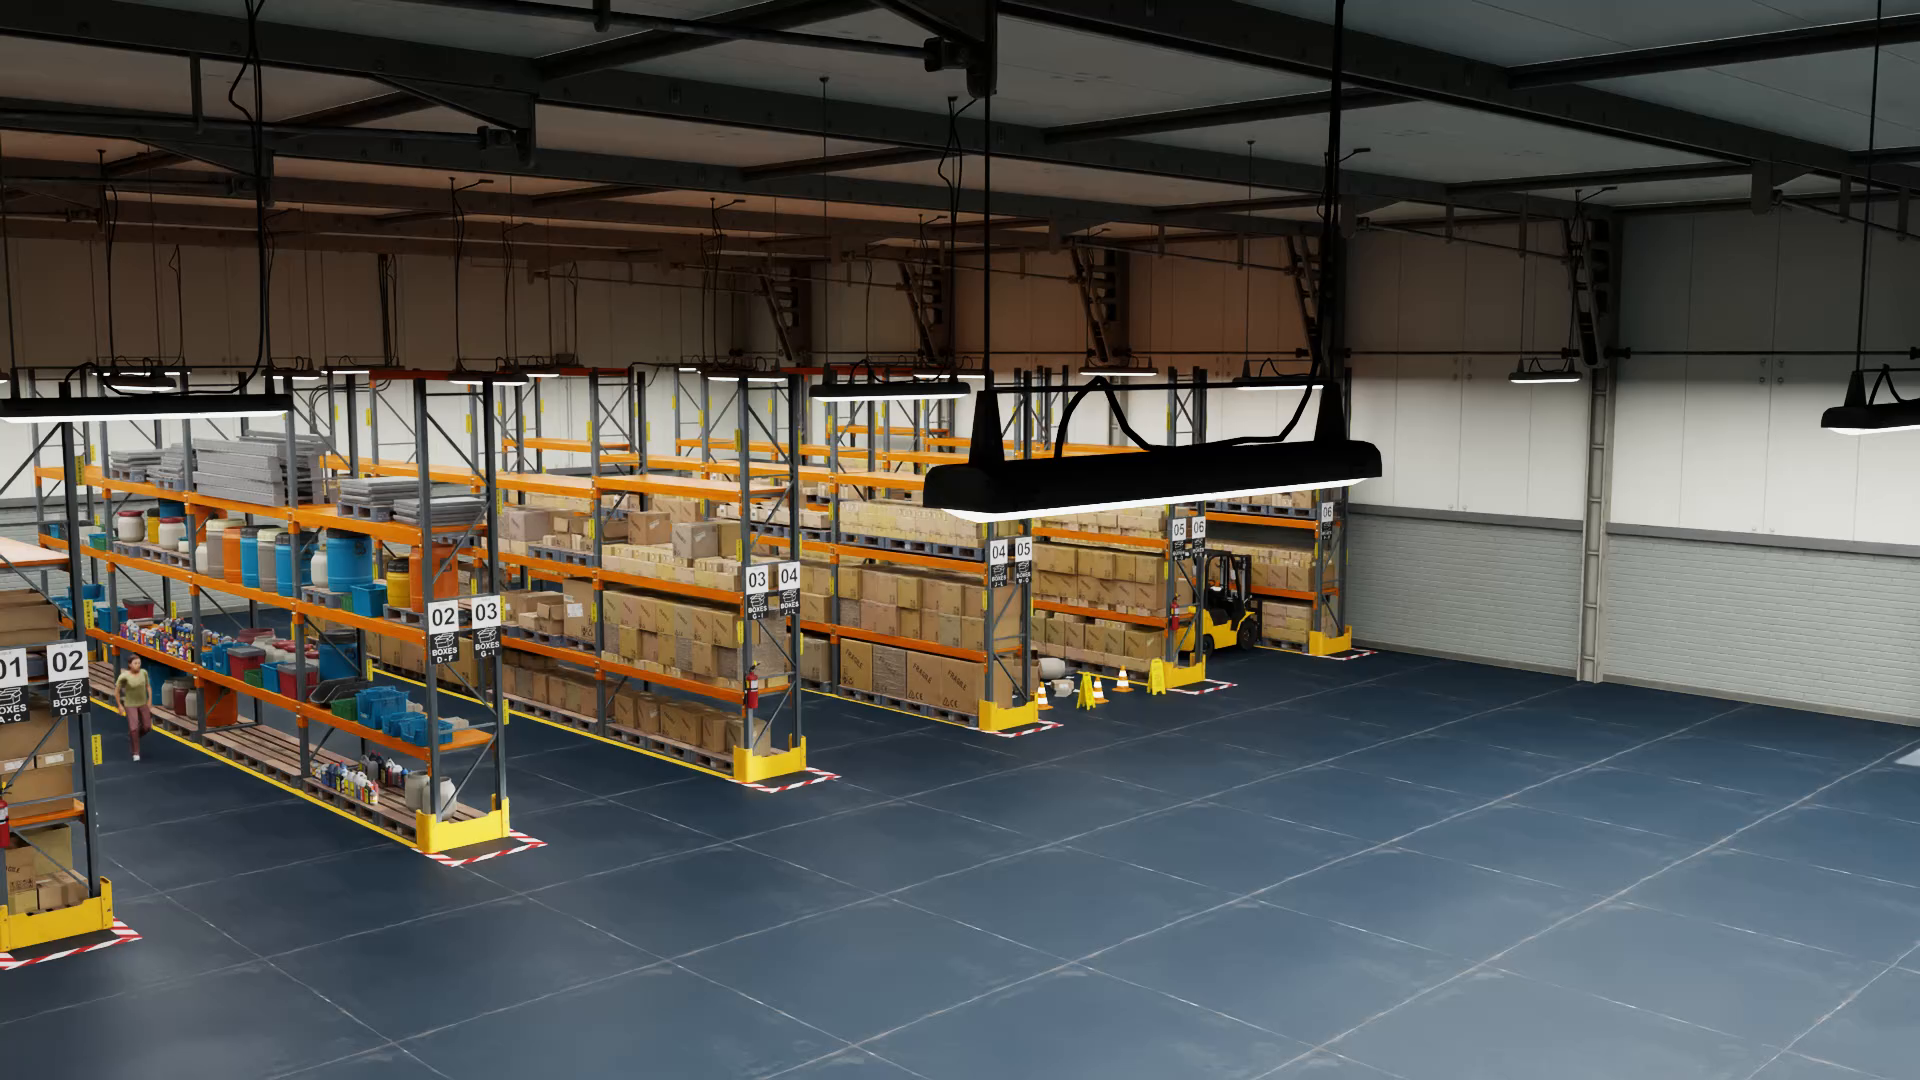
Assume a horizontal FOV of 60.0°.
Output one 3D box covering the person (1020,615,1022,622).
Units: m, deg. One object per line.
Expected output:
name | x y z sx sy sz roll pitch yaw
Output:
person | 1.485 1.107 38.649 0.558 1.782 0.621 4 7 31

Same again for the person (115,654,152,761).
person | -12.937 2.590 26.010 0.640 1.654 0.535 5 8 40
